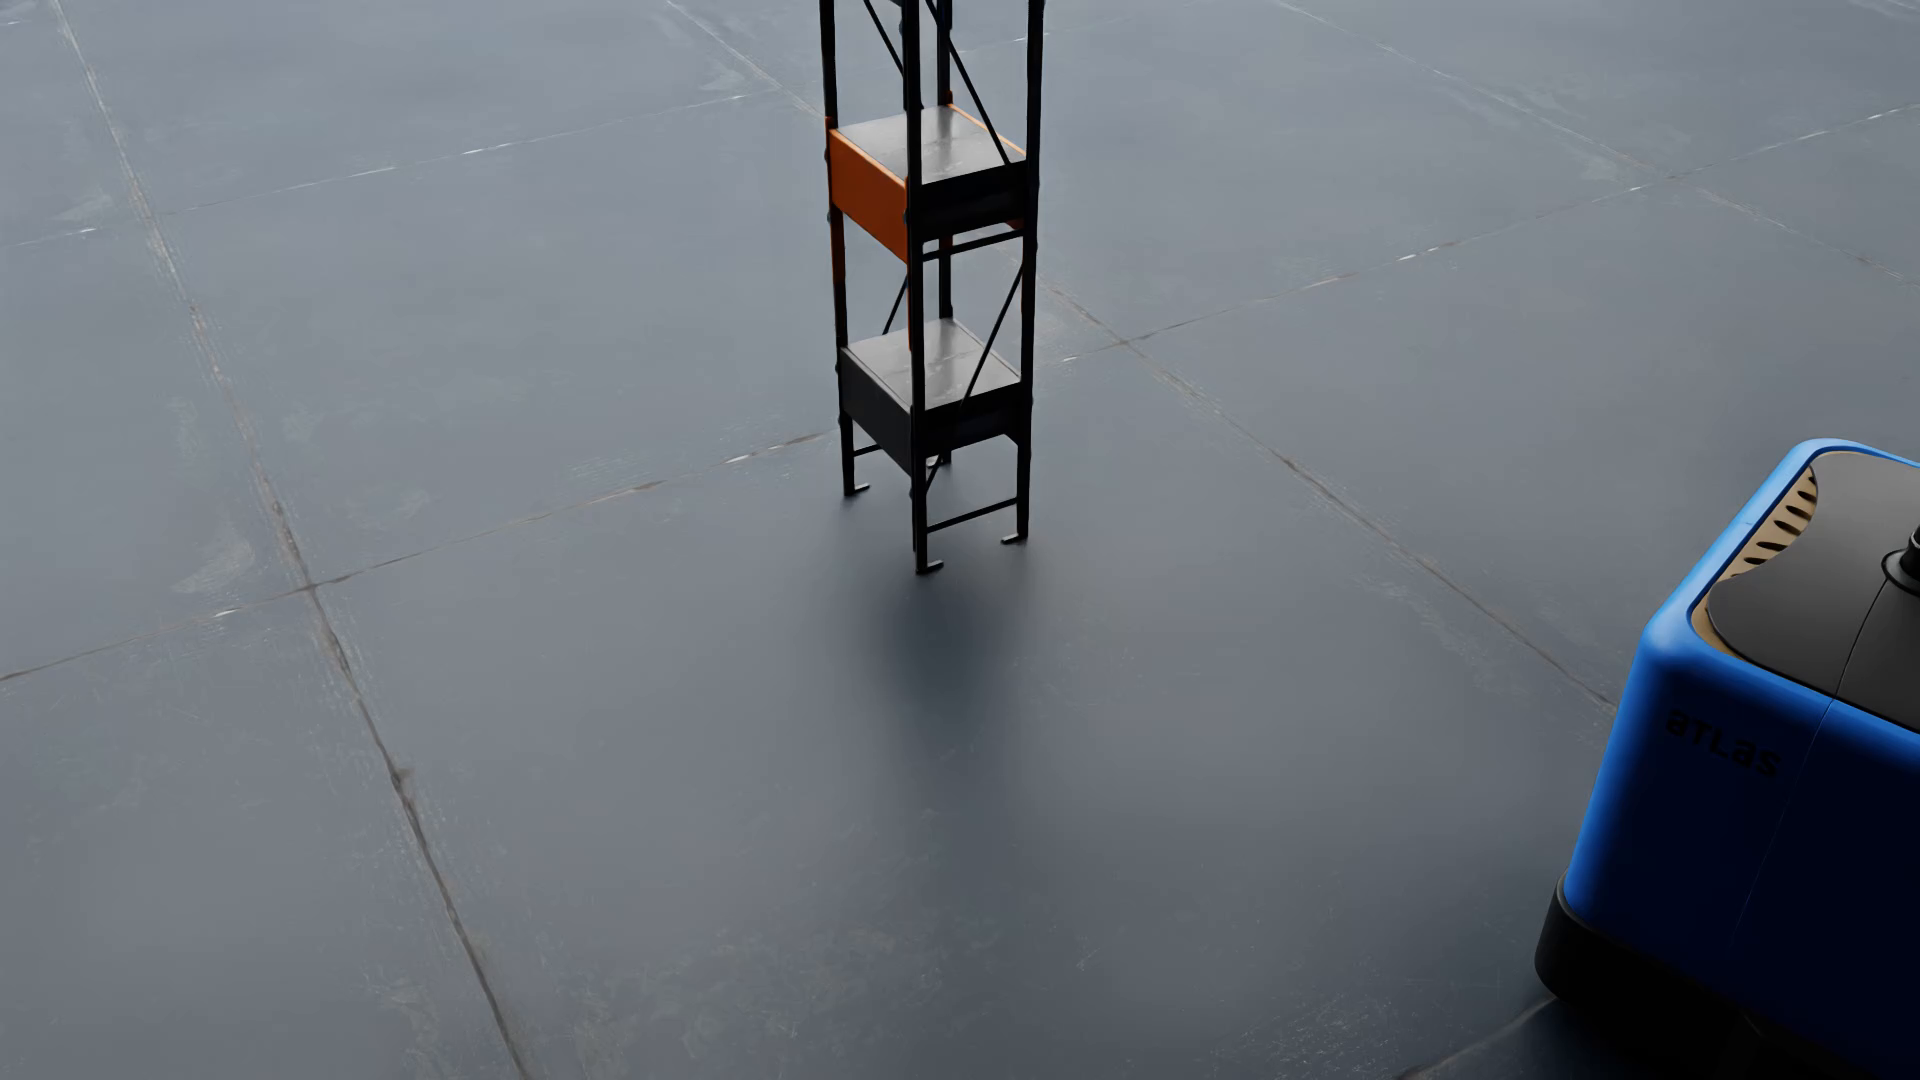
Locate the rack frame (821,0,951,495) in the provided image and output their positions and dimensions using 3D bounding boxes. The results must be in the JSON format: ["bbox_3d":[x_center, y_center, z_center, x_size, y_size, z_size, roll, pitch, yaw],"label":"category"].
[{"bbox_3d":[-0.206,-1.057,4.917,0.400,2.100,0.015,-19,40,-24],"label":"rack frame"}]

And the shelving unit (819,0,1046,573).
[{"bbox_3d":[-0.083,-0.932,4.746,0.431,2.100,0.503,-19,40,-24],"label":"shelving unit"}]

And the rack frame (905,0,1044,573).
[{"bbox_3d":[0.039,-0.808,4.576,0.400,2.100,0.015,-19,40,-24],"label":"rack frame"}]

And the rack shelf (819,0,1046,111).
[{"bbox_3d":[-0.083,-1.487,4.341,0.431,0.518,0.480,-19,40,-24],"label":"rack shelf"}]

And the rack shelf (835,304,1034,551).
[{"bbox_3d":[-0.083,-0.356,5.167,0.431,0.518,0.480,-19,40,-24],"label":"rack shelf"}]

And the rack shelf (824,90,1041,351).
[{"bbox_3d":[-0.083,-0.921,4.754,0.431,0.518,0.480,-19,40,-24],"label":"rack shelf"}]

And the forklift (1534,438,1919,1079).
[{"bbox_3d":[2.758,0.209,2.479,3.031,2.935,1.130,27,44,32],"label":"forklift"}]
